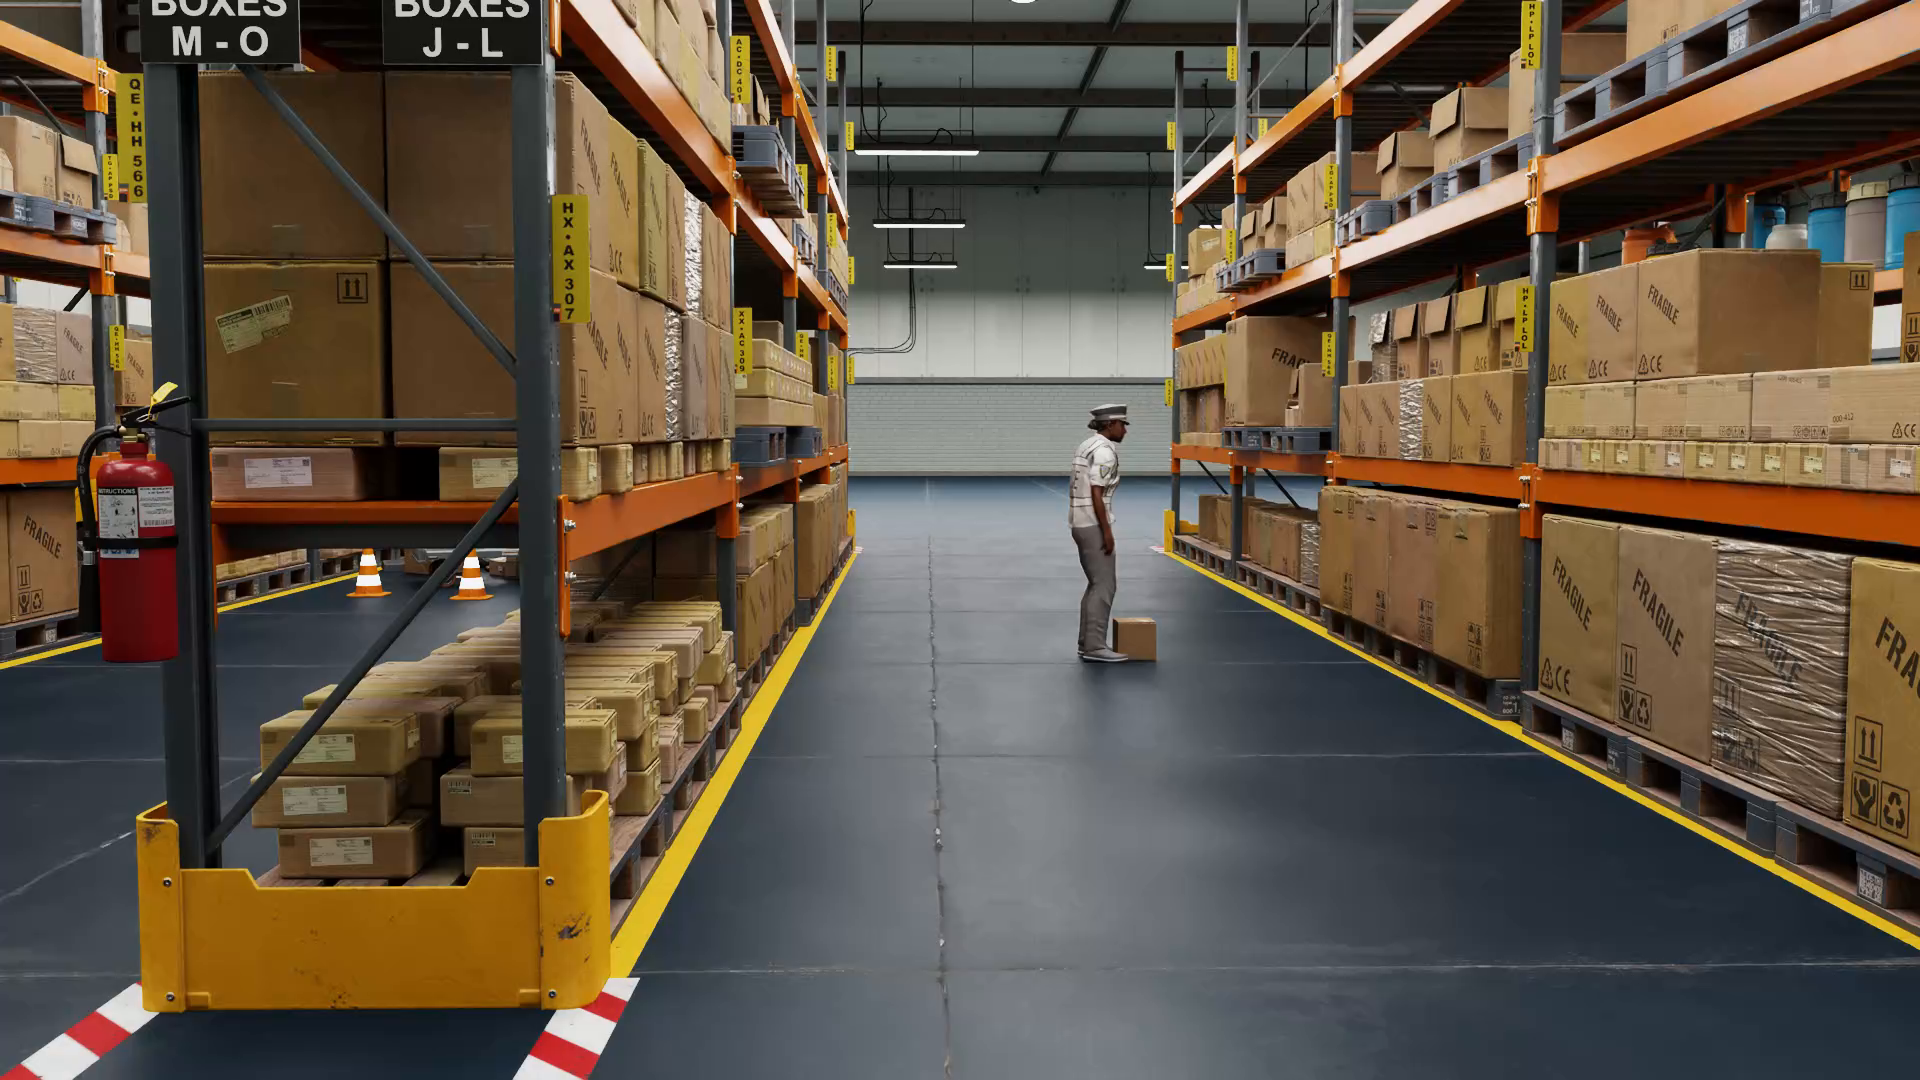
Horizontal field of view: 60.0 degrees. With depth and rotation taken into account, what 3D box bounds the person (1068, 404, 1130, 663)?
[{"bbox_3d":[0.909,-0.054,10.815,0.400,1.657,0.516,0,4,-2],"label":"person"}]
